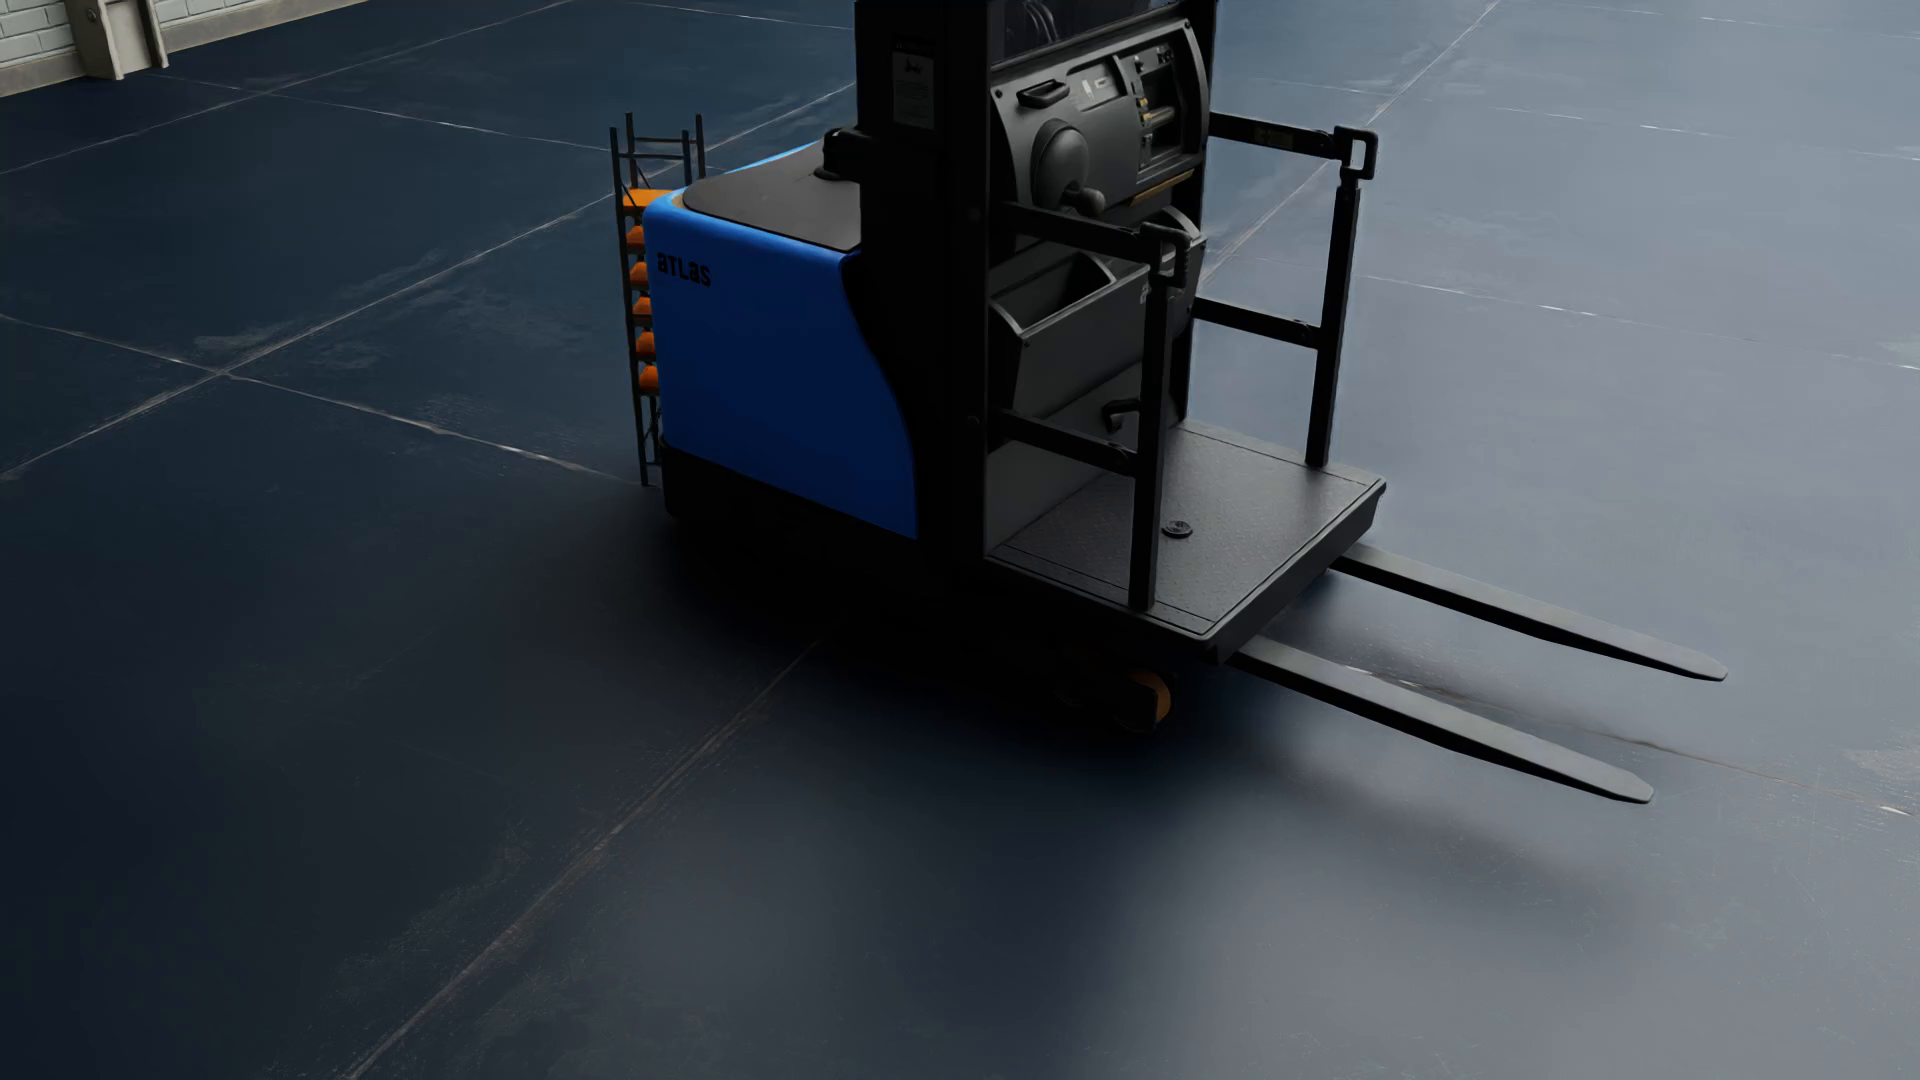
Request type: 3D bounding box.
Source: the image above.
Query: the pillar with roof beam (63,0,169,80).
[{"bbox_3d":[-1.348,-5.845,6.392,9.100,9.000,0.400,14,33,23],"label":"pillar with roof beam"}]

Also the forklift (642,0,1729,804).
[{"bbox_3d":[0.545,-1.067,4.165,3.031,2.935,1.130,20,36,31],"label":"forklift"}]

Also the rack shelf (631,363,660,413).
[{"bbox_3d":[-0.931,-0.495,5.471,0.258,0.103,0.180,3,29,4],"label":"rack shelf"}]

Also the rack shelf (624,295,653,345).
[{"bbox_3d":[-0.928,-0.706,5.357,0.258,0.103,0.180,3,29,4],"label":"rack shelf"}]

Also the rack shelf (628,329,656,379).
[{"bbox_3d":[-0.930,-0.600,5.414,0.258,0.103,0.180,3,29,4],"label":"rack shelf"}]

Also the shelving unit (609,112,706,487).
[{"bbox_3d":[-0.928,-0.745,5.335,0.258,1.200,0.189,3,29,4],"label":"shelving unit"}]

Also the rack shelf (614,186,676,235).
[{"bbox_3d":[-0.925,-1.022,5.185,0.258,0.103,0.180,3,29,4],"label":"rack shelf"}]

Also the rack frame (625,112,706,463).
[{"bbox_3d":[-0.920,-0.788,5.416,0.240,1.200,0.006,3,29,4],"label":"rack frame"}]

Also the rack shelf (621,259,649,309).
[{"bbox_3d":[-0.927,-0.811,5.299,0.258,0.103,0.180,3,29,4],"label":"rack shelf"}]

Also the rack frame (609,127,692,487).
[{"bbox_3d":[-0.936,-0.701,5.255,0.240,1.200,0.006,3,29,4],"label":"rack frame"}]

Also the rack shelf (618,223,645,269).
[{"bbox_3d":[-0.926,-0.917,5.242,0.258,0.103,0.180,3,29,4],"label":"rack shelf"}]
